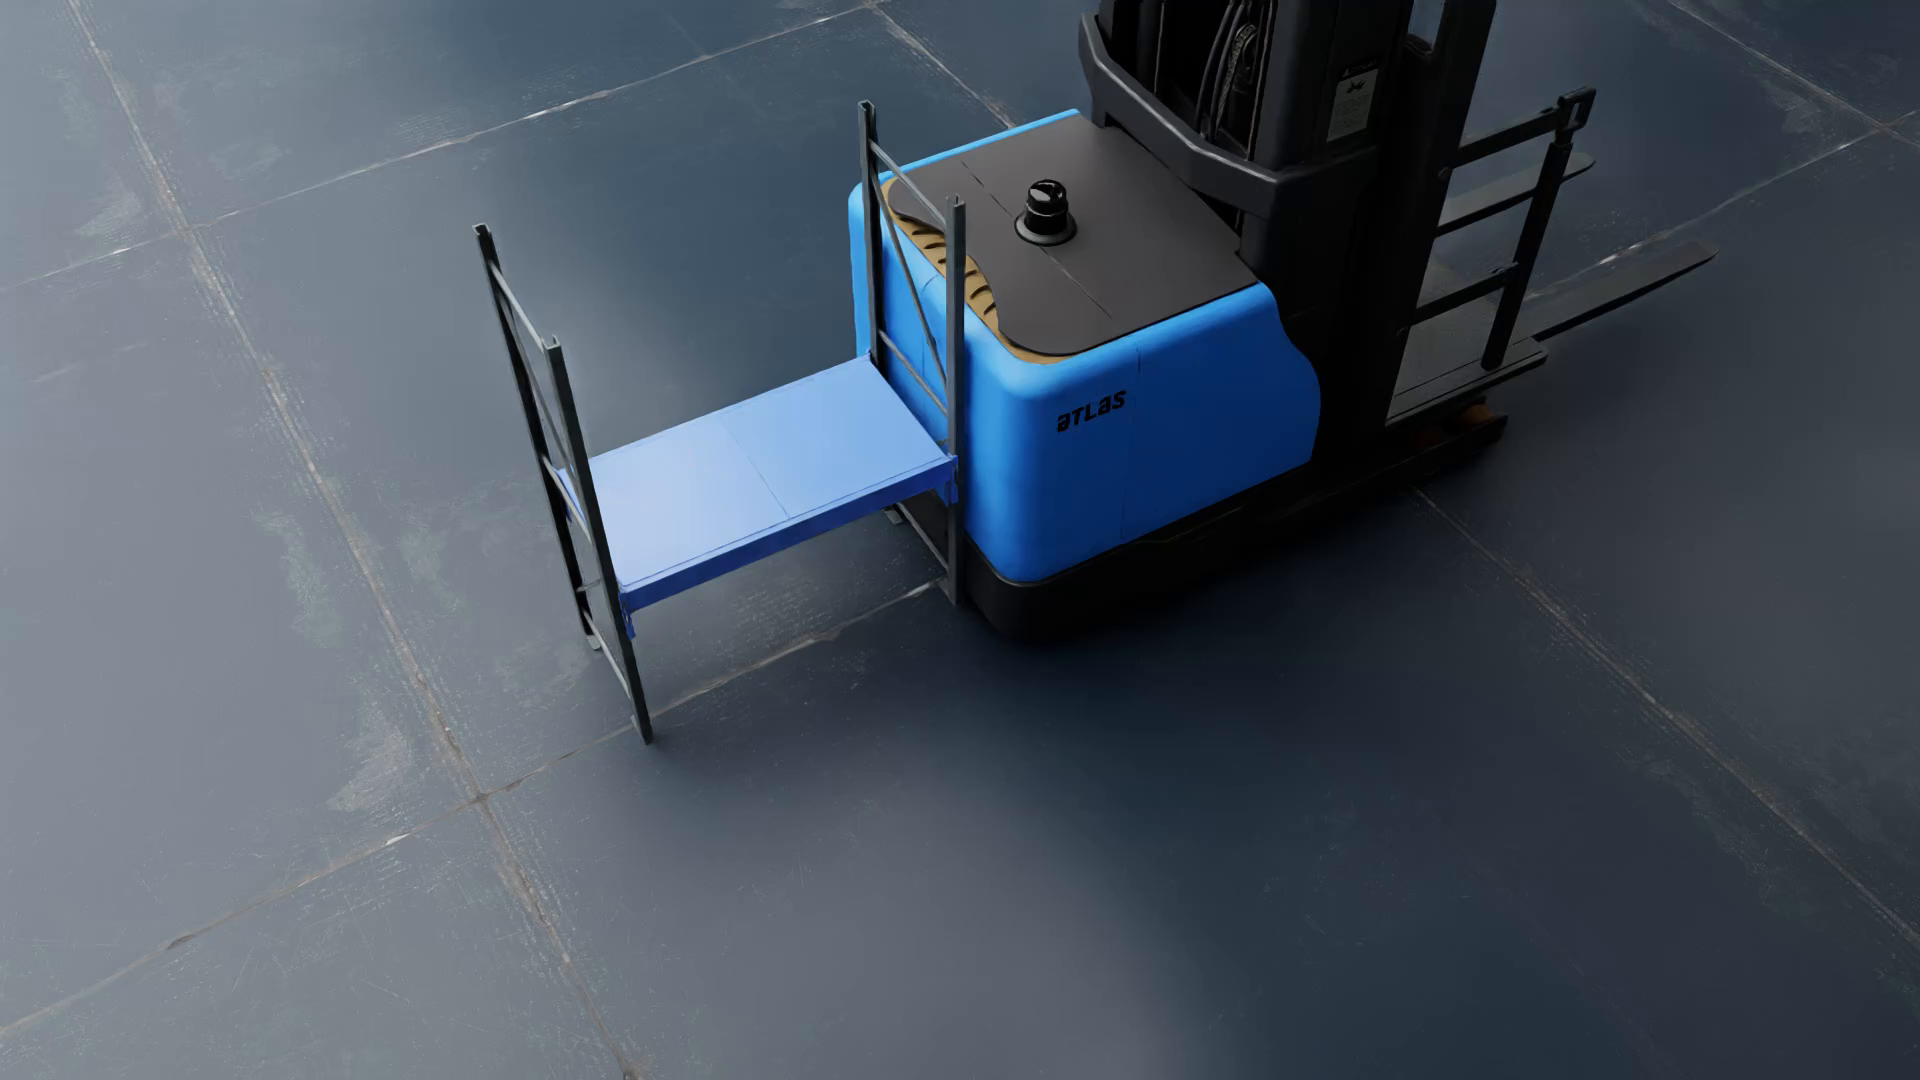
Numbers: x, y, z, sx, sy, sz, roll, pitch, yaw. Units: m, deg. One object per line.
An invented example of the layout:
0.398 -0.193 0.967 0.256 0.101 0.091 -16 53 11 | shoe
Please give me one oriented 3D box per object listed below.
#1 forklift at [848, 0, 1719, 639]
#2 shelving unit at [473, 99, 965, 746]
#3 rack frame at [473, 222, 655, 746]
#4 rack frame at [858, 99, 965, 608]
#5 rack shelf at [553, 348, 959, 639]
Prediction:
1.202 -1.507 4.629 3.031 2.935 1.130 -23 52 -19 | forklift
-0.565 -0.270 4.486 1.048 1.500 0.538 -23 52 -19 | shelving unit
-1.006 -0.081 4.318 0.032 1.500 0.500 -23 52 -19 | rack frame
-0.124 -0.458 4.654 0.032 1.500 0.500 -23 52 -19 | rack frame
-0.565 -0.150 4.620 1.000 0.185 0.538 -23 52 -19 | rack shelf
